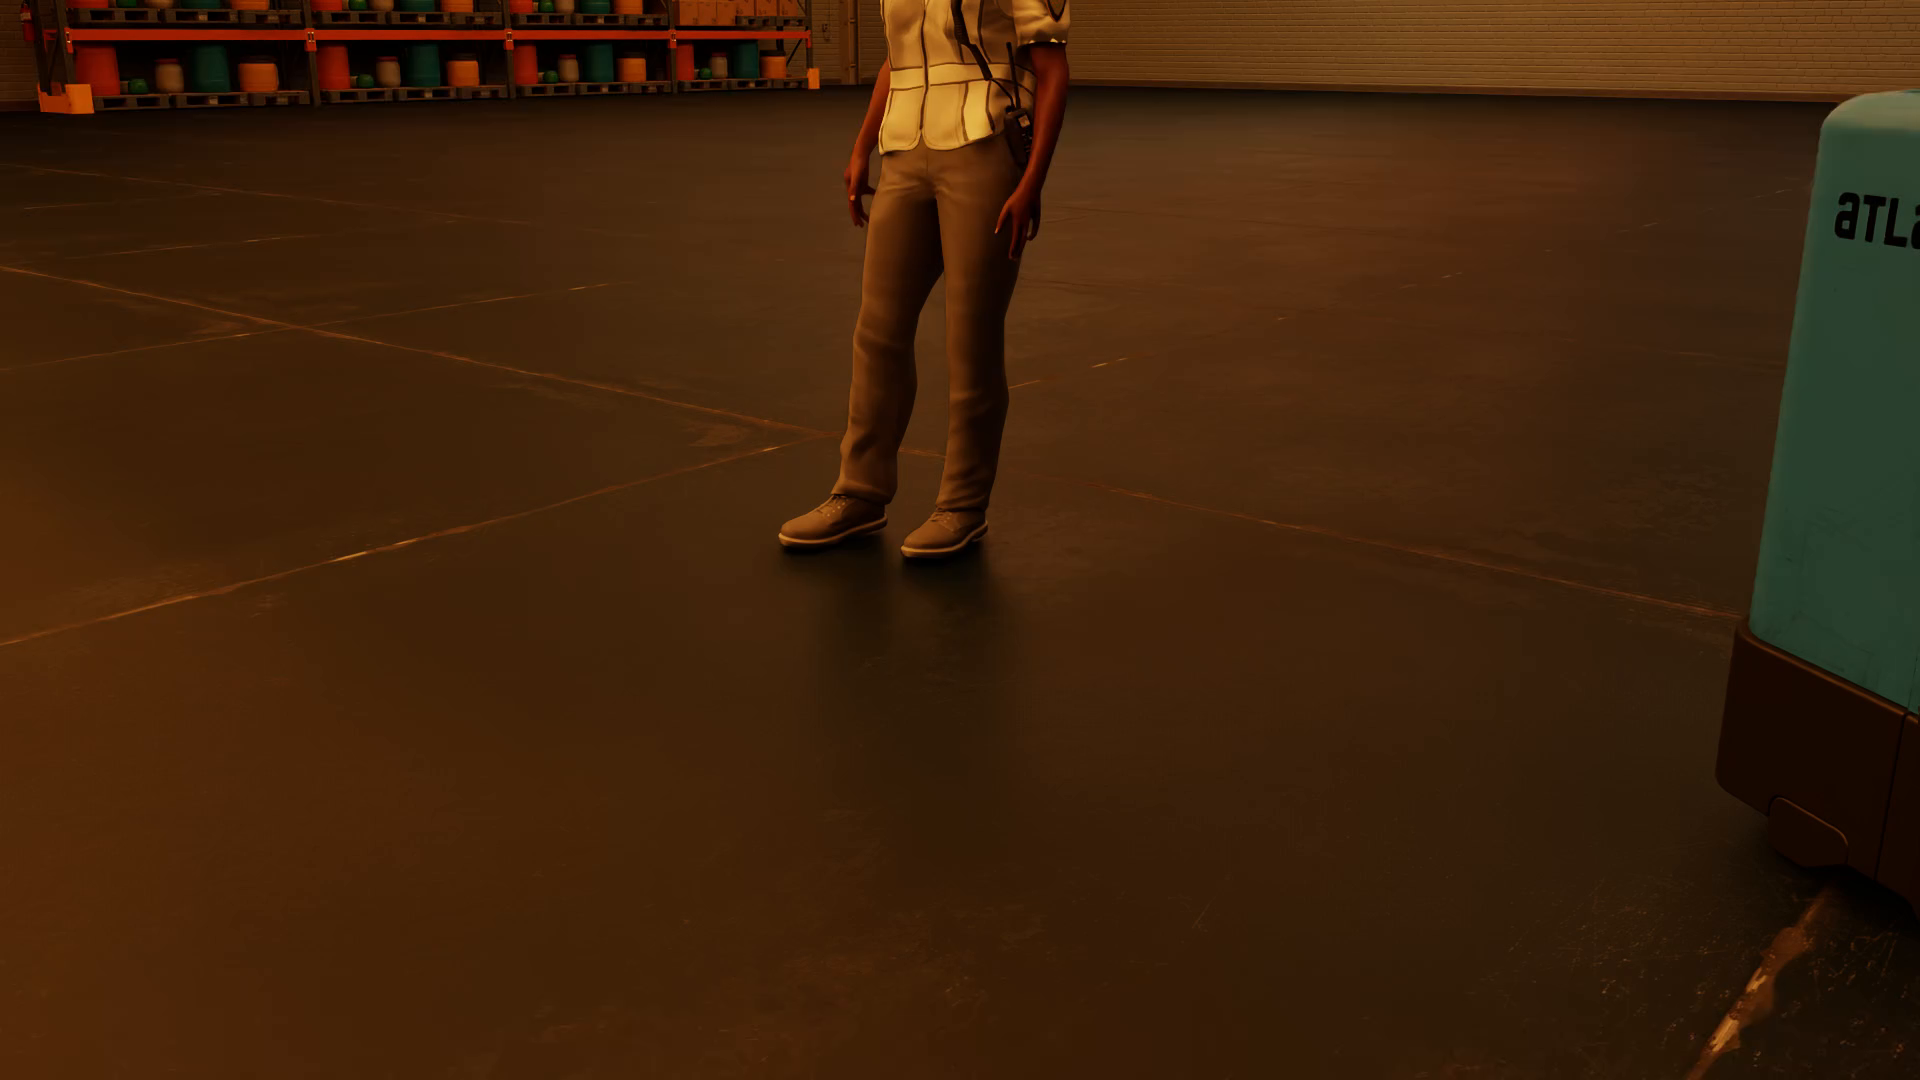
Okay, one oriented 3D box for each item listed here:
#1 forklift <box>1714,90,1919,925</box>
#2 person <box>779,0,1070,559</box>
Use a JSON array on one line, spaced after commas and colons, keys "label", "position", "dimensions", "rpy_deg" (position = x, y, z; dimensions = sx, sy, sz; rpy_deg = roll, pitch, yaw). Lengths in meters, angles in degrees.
[{"label": "forklift", "position": [2.020, -0.603, 0.884], "dimensions": [1.130, 2.935, 3.031], "rpy_deg": [-5, 17, -15]}, {"label": "person", "position": [-0.063, -0.805, 3.651], "dimensions": [0.569, 1.695, 0.530], "rpy_deg": [13, 21, 37]}]
